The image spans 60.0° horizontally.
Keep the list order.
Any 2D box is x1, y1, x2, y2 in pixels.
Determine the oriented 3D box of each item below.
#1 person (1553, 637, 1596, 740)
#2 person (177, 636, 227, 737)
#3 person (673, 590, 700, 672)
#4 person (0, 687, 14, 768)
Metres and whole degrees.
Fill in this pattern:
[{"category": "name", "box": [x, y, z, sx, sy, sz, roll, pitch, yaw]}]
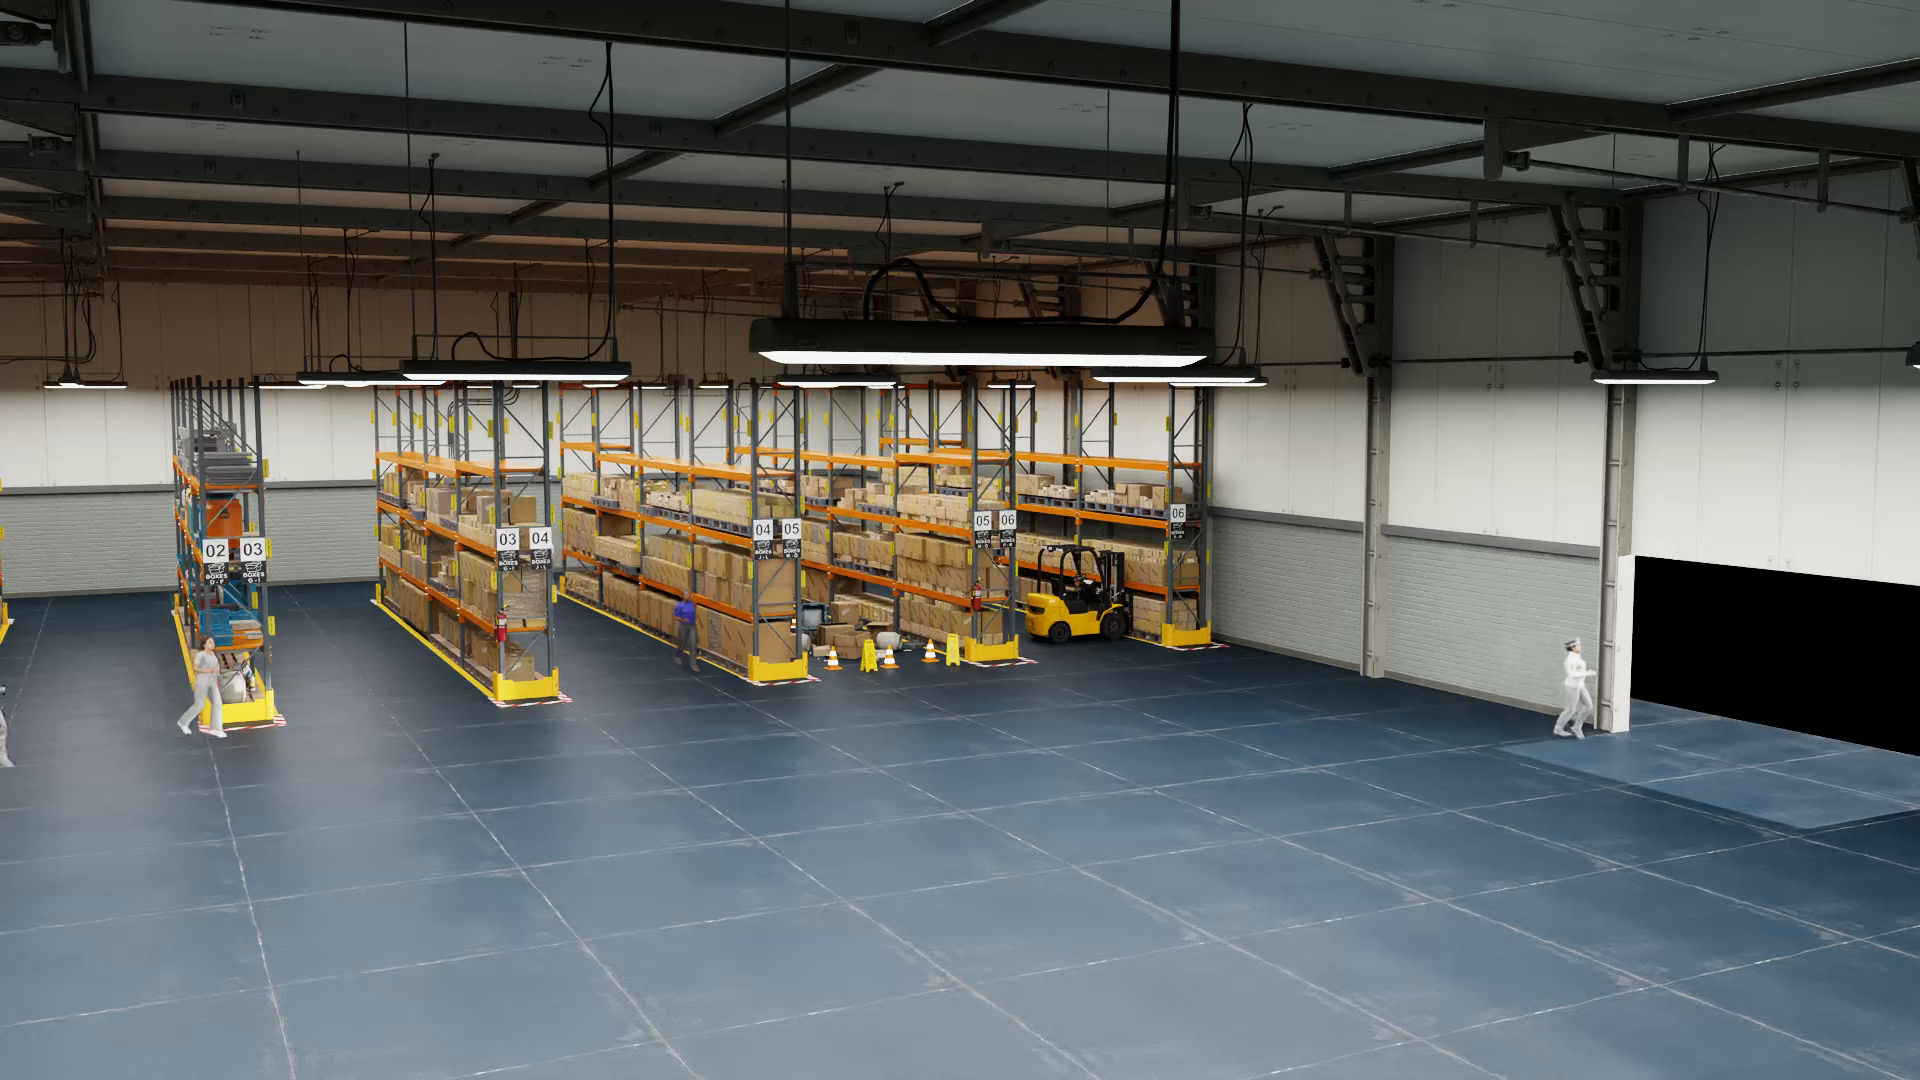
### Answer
[{"category": "person", "box": [10.155, 2.449, 27.399, 0.666, 1.730, 0.592, 4, 6, 36]}, {"category": "person", "box": [-12.563, 2.427, 27.676, 0.889, 1.678, 0.578, 1, 5, 16]}, {"category": "person", "box": [-5.631, 1.852, 34.235, 0.581, 1.645, 0.920, -4, 6, -35]}, {"category": "person", "box": [-14.945, 2.580, 25.359, 0.928, 1.829, 0.696, 0, 5, 5]}]
